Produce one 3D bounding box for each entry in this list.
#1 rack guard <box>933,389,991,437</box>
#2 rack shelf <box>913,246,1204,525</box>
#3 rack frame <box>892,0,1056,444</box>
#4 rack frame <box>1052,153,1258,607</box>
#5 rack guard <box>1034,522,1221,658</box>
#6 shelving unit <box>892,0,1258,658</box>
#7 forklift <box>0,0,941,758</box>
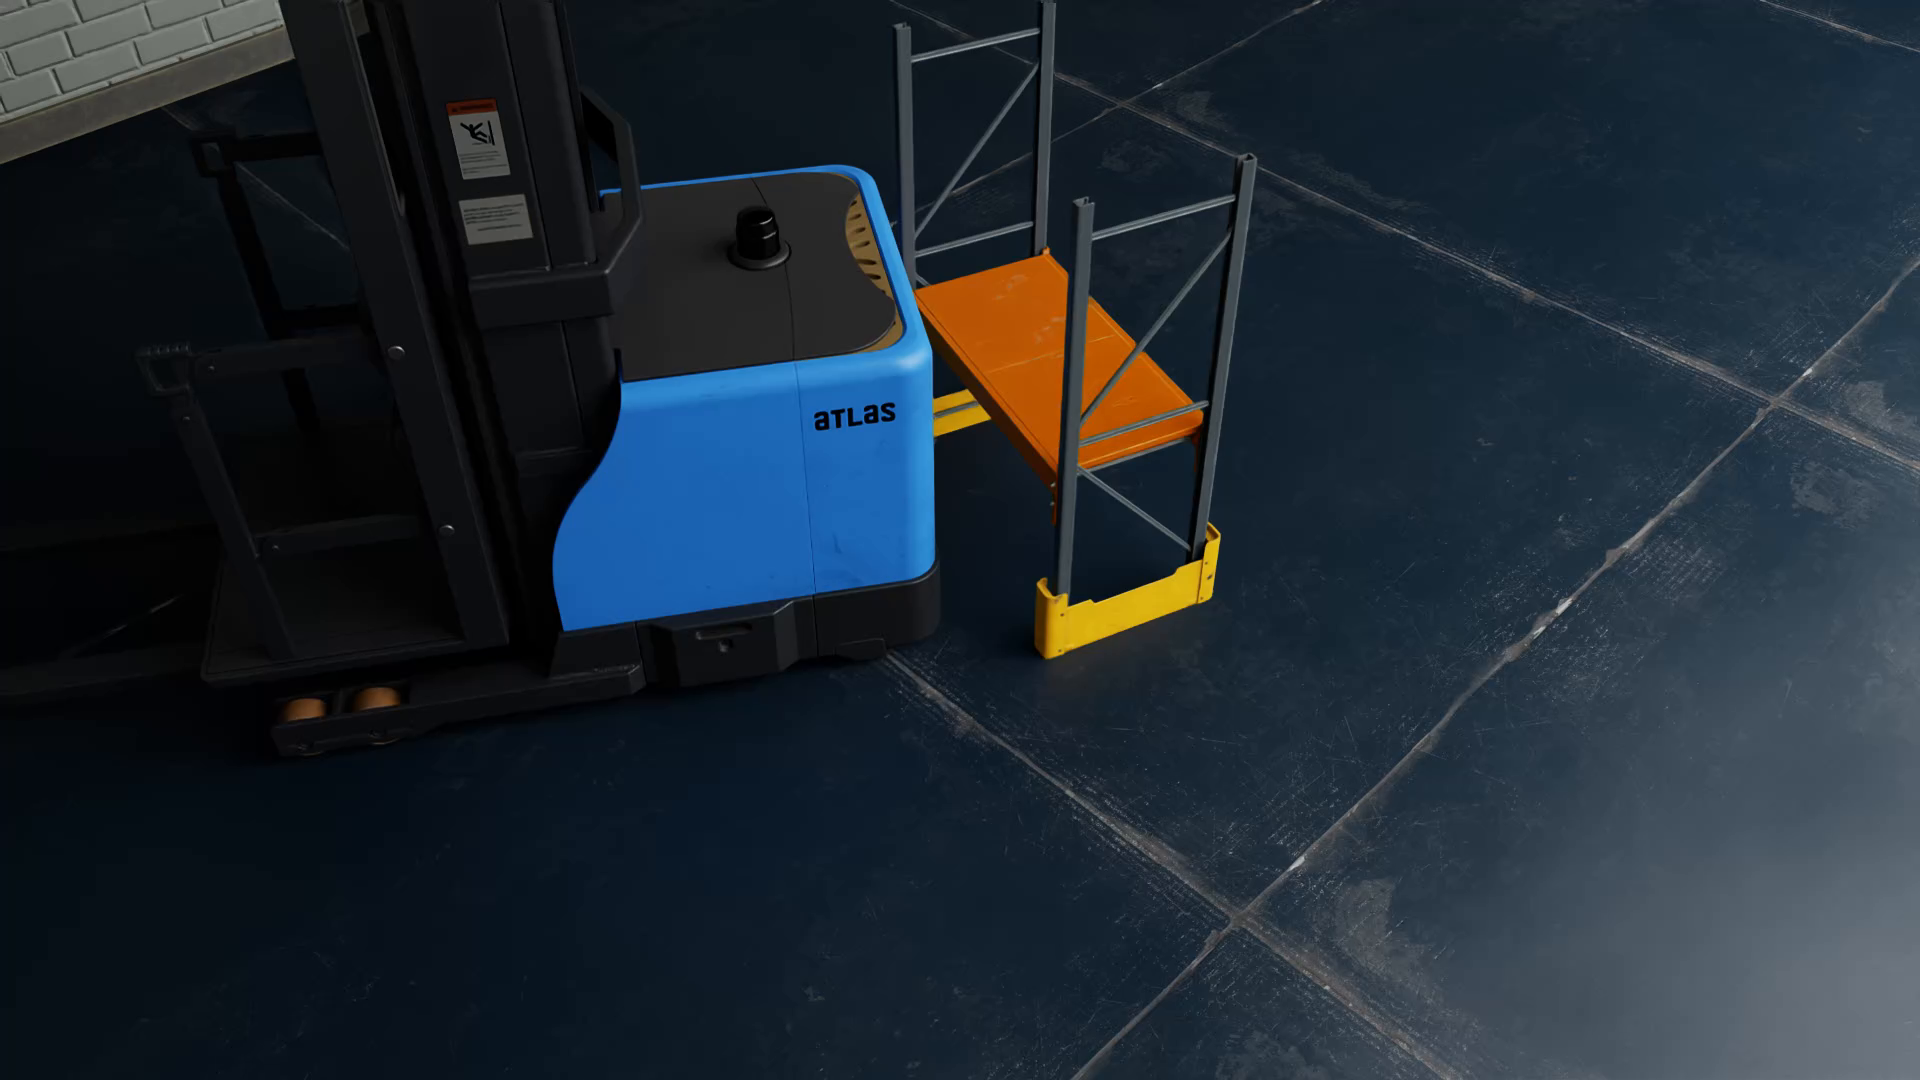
[{"bbox_3d":[0.052,-0.459,5.563,0.587,0.250,0.087,-19,46,-19],"label":"rack guard"},{"bbox_3d":[0.268,-0.488,4.939,0.538,0.185,1.000,-19,46,-19],"label":"rack shelf"},{"bbox_3d":[0.043,-0.930,5.151,0.500,1.500,0.032,-19,46,-19],"label":"rack frame"},{"bbox_3d":[0.494,-0.311,4.482,0.500,1.500,0.032,-19,46,-19],"label":"rack frame"},{"bbox_3d":[0.493,0.147,4.907,0.587,0.250,0.087,-19,46,-19],"label":"rack guard"},{"bbox_3d":[0.272,-0.615,4.810,0.587,1.500,1.083,-19,46,-19],"label":"shelving unit"},{"bbox_3d":[-1.628,-0.873,4.035,3.031,2.935,1.130,-8,43,-9],"label":"forklift"}]
